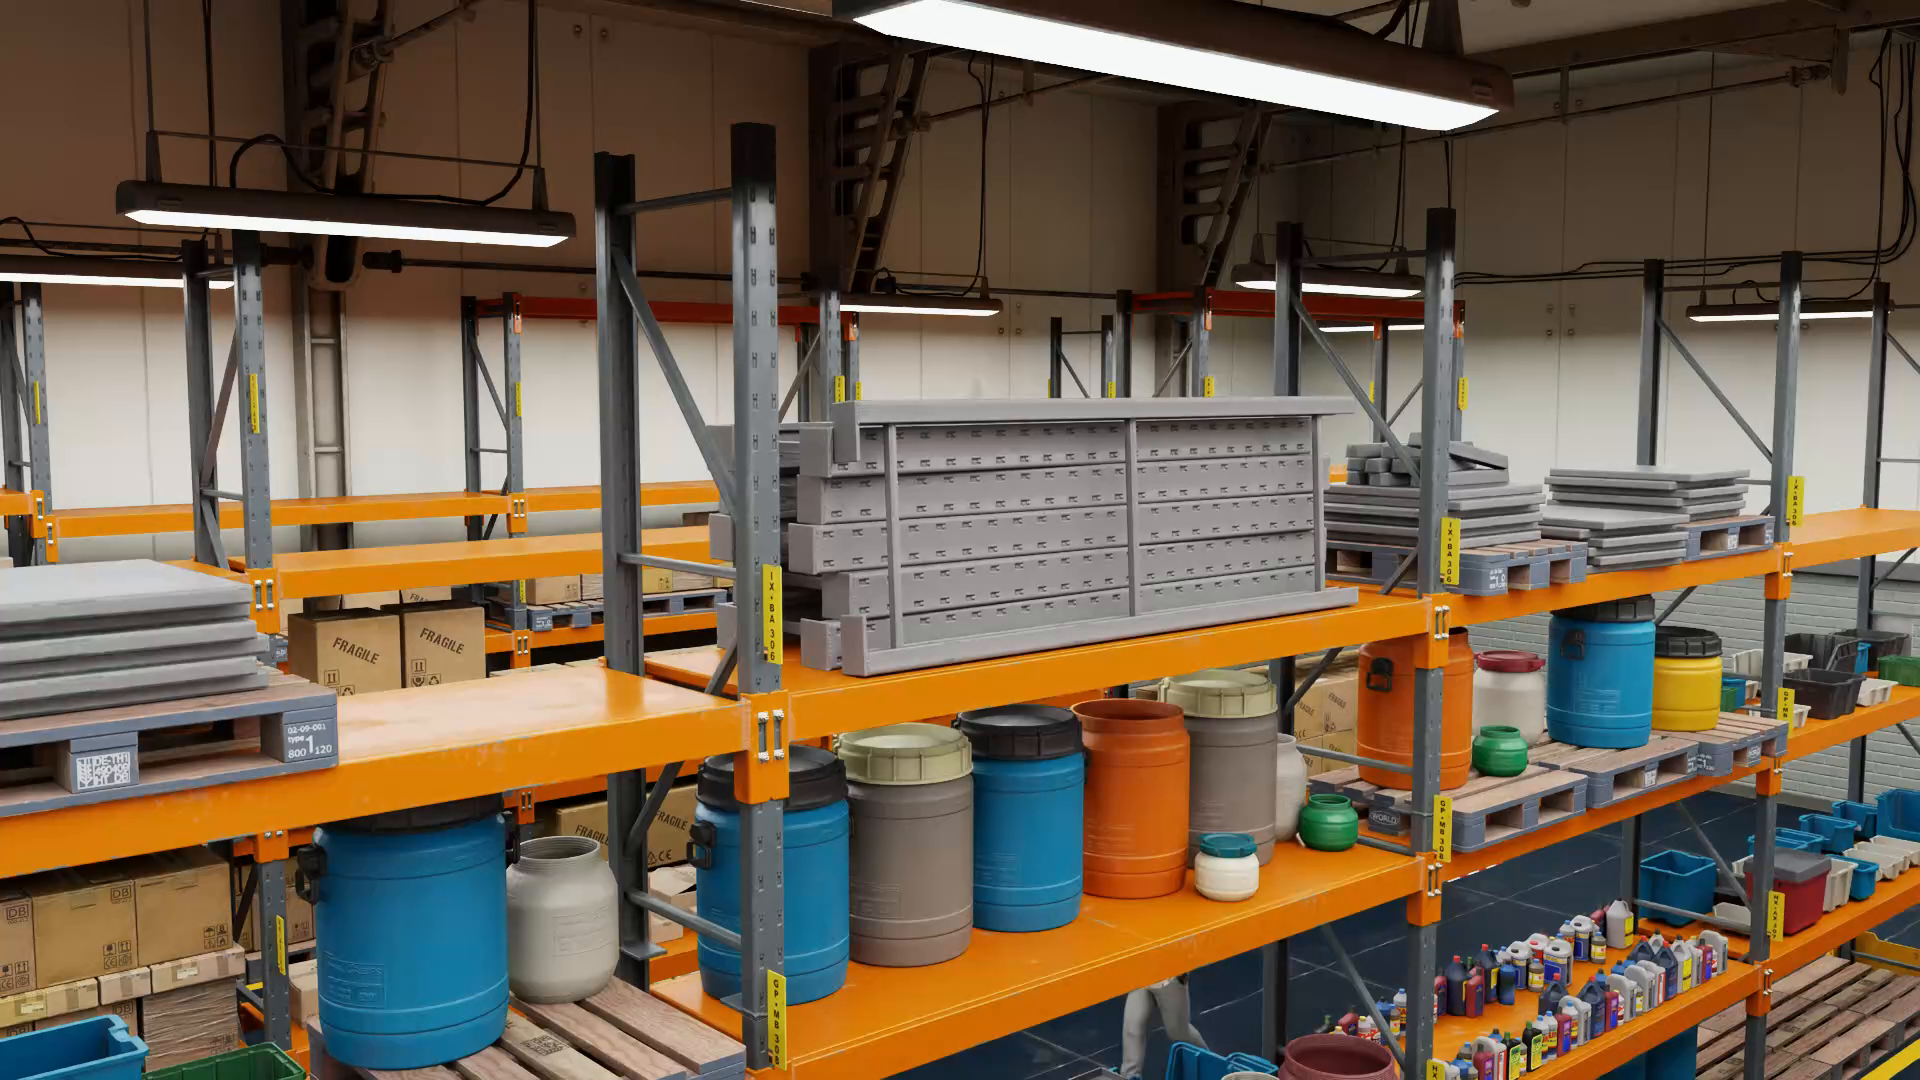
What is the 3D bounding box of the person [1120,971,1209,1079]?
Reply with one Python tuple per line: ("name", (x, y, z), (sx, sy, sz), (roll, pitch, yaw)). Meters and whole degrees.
("person", (1.427, 3.140, 11.883), (0.658, 1.776, 0.965), (5, 7, 42))
